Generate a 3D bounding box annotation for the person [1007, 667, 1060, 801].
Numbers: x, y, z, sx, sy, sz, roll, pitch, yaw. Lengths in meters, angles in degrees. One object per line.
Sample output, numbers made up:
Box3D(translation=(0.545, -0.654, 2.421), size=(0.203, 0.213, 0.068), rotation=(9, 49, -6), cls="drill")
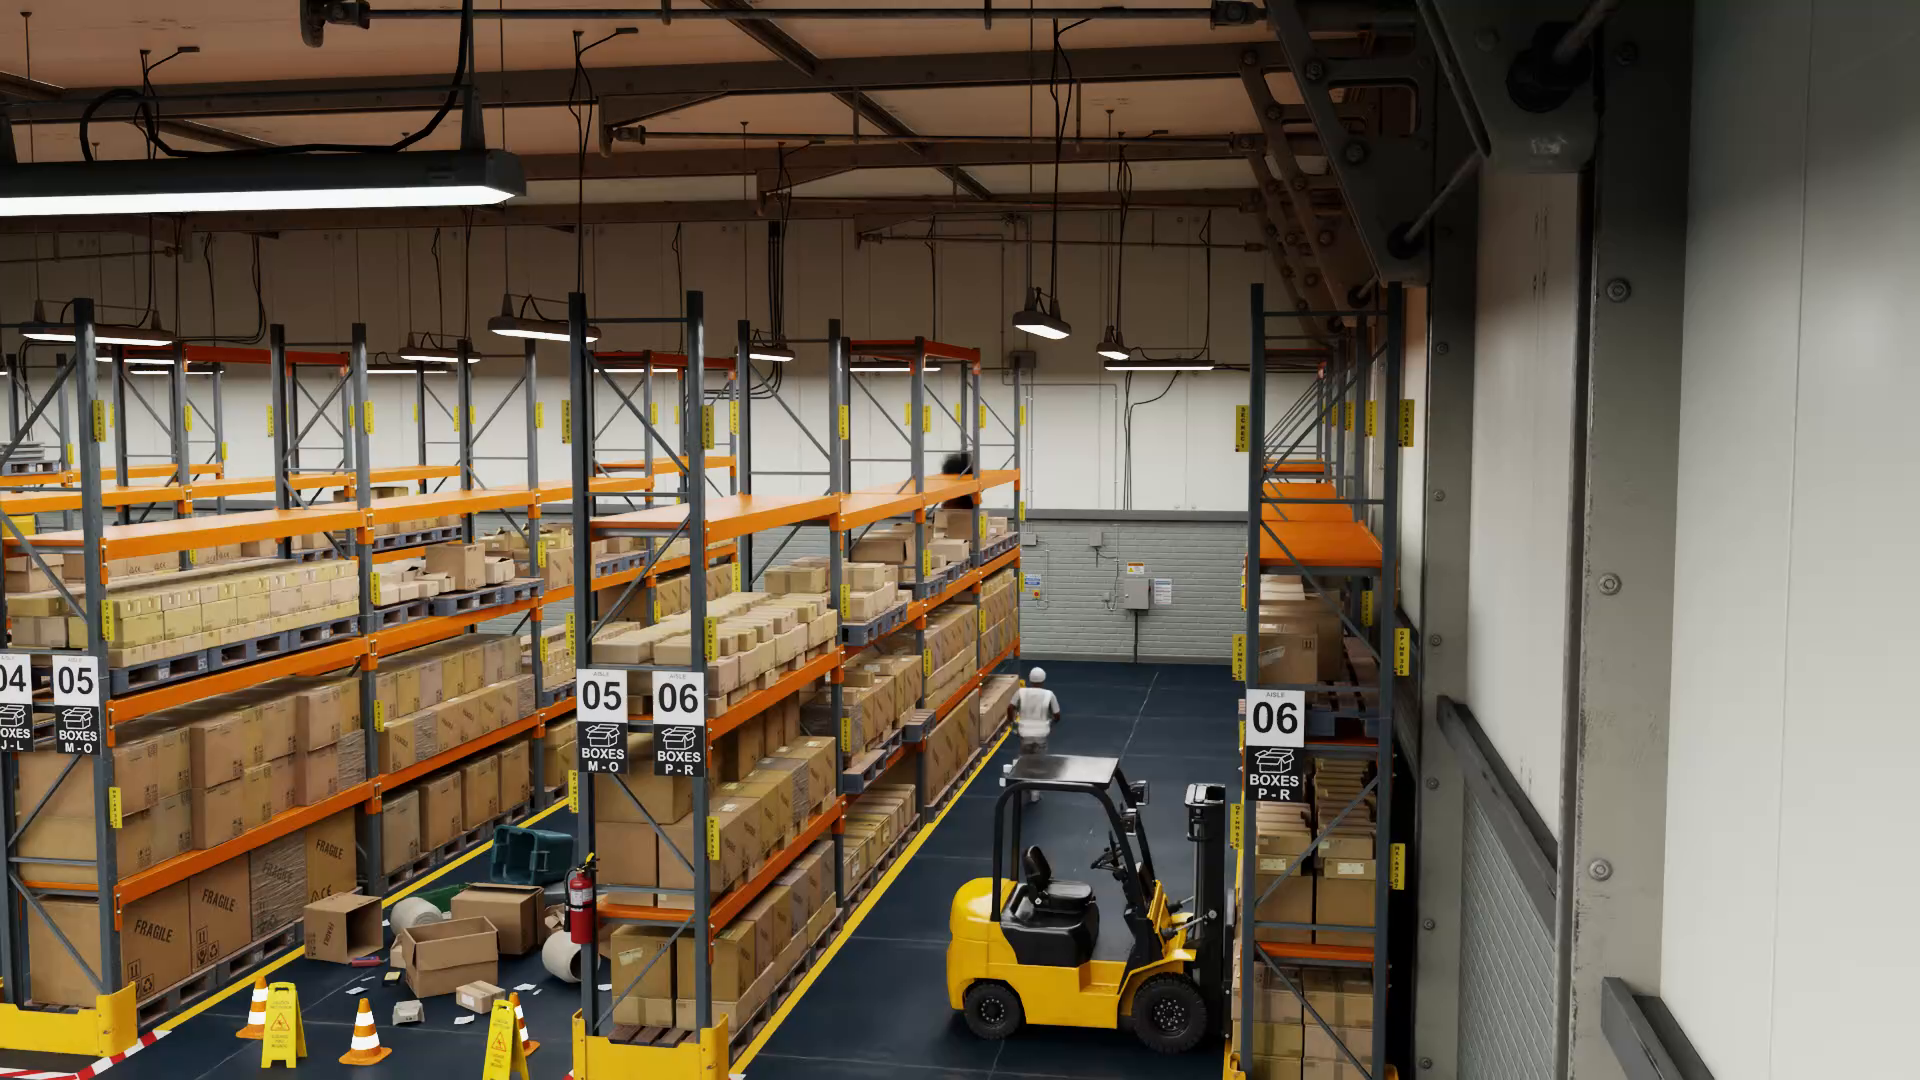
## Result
Box3D(translation=(0.983, 2.530, 21.925), size=(0.687, 1.738, 0.551), rotation=(1, 5, 9), cls="person")
